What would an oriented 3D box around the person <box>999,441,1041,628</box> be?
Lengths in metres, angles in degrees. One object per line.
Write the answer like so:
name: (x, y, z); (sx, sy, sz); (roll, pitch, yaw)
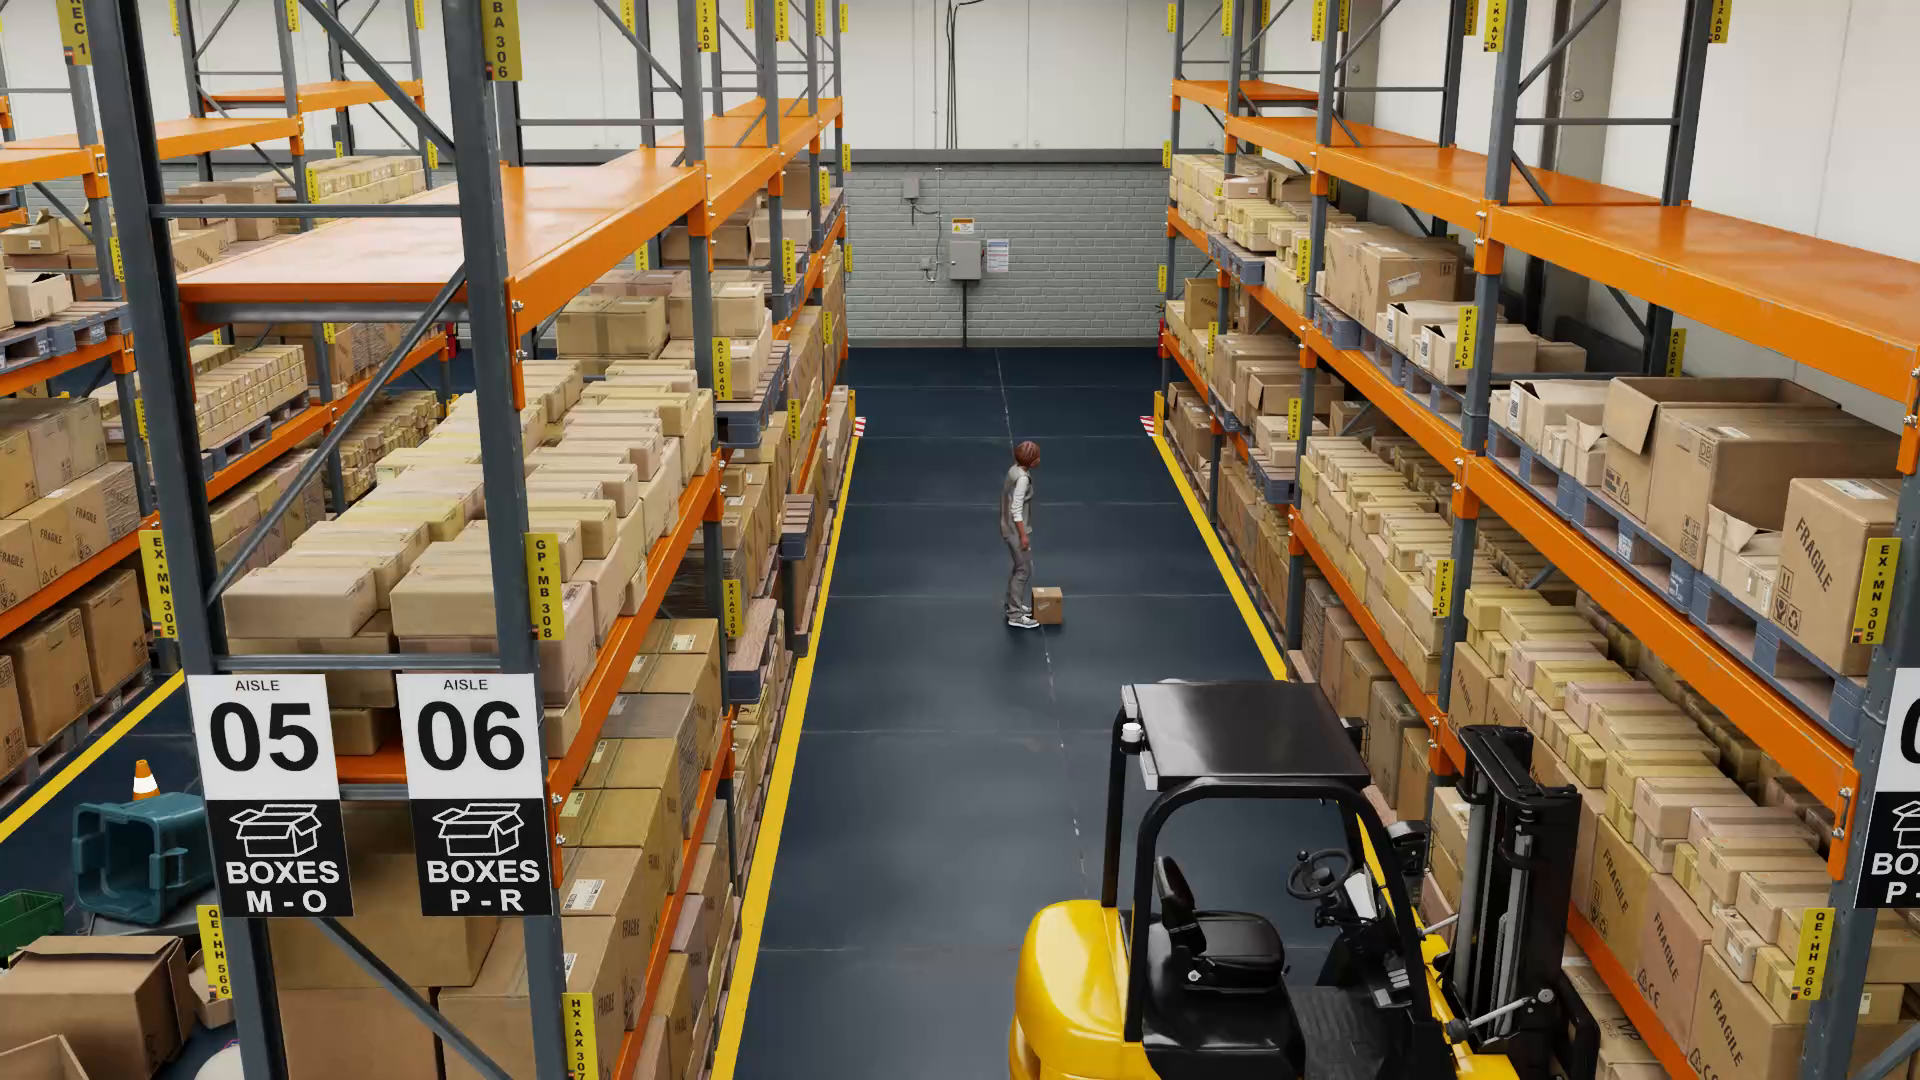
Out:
person: (0.512, -0.065, 14.262); (0.345, 1.592, 0.460); (0, 17, 0)
